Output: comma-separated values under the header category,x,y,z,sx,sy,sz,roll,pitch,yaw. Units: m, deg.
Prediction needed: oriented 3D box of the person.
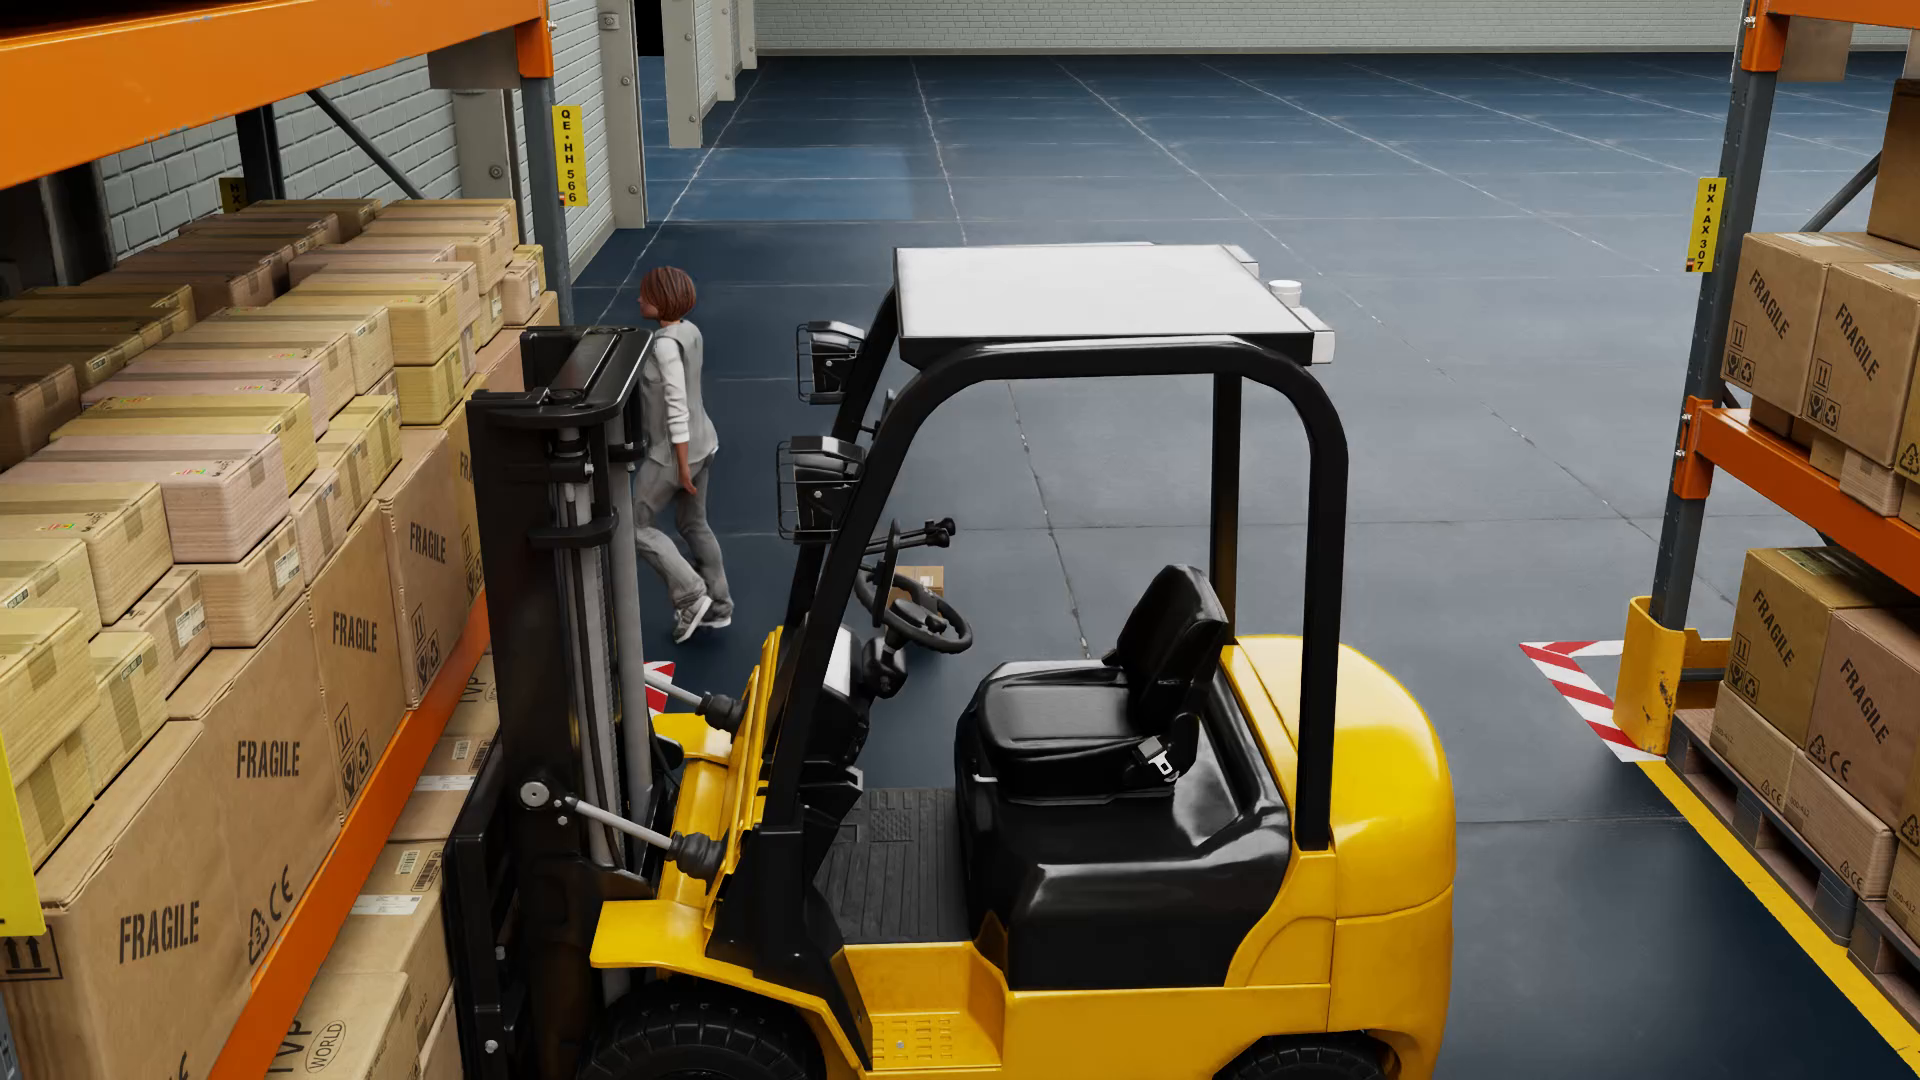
category,x,y,z,sx,sy,sz,roll,pitch,yaw
person,-1.195,-0.341,6.955,0.427,1.611,0.420,4,21,10
